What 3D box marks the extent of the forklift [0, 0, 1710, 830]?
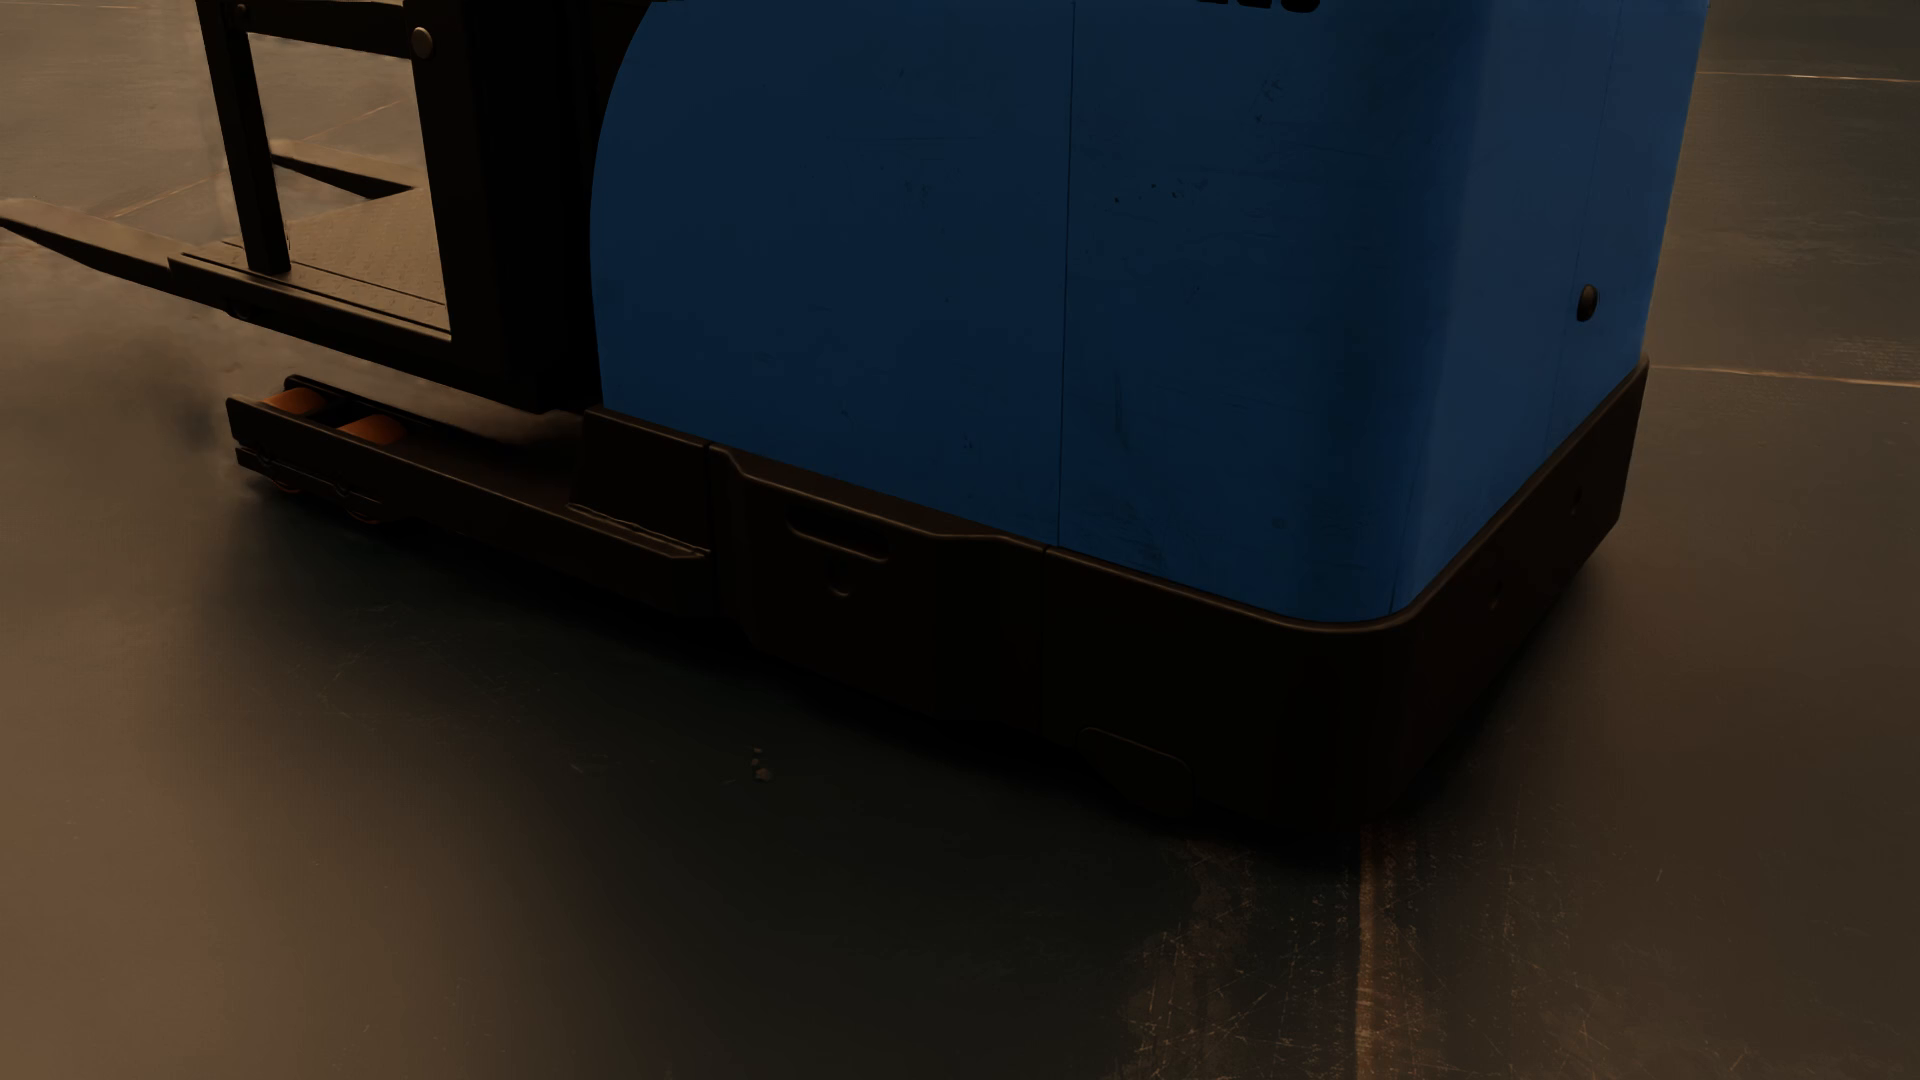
[{"bbox_3d":[-0.537,-1.507,2.232,3.031,2.935,1.130,18,32,31],"label":"forklift"}]
